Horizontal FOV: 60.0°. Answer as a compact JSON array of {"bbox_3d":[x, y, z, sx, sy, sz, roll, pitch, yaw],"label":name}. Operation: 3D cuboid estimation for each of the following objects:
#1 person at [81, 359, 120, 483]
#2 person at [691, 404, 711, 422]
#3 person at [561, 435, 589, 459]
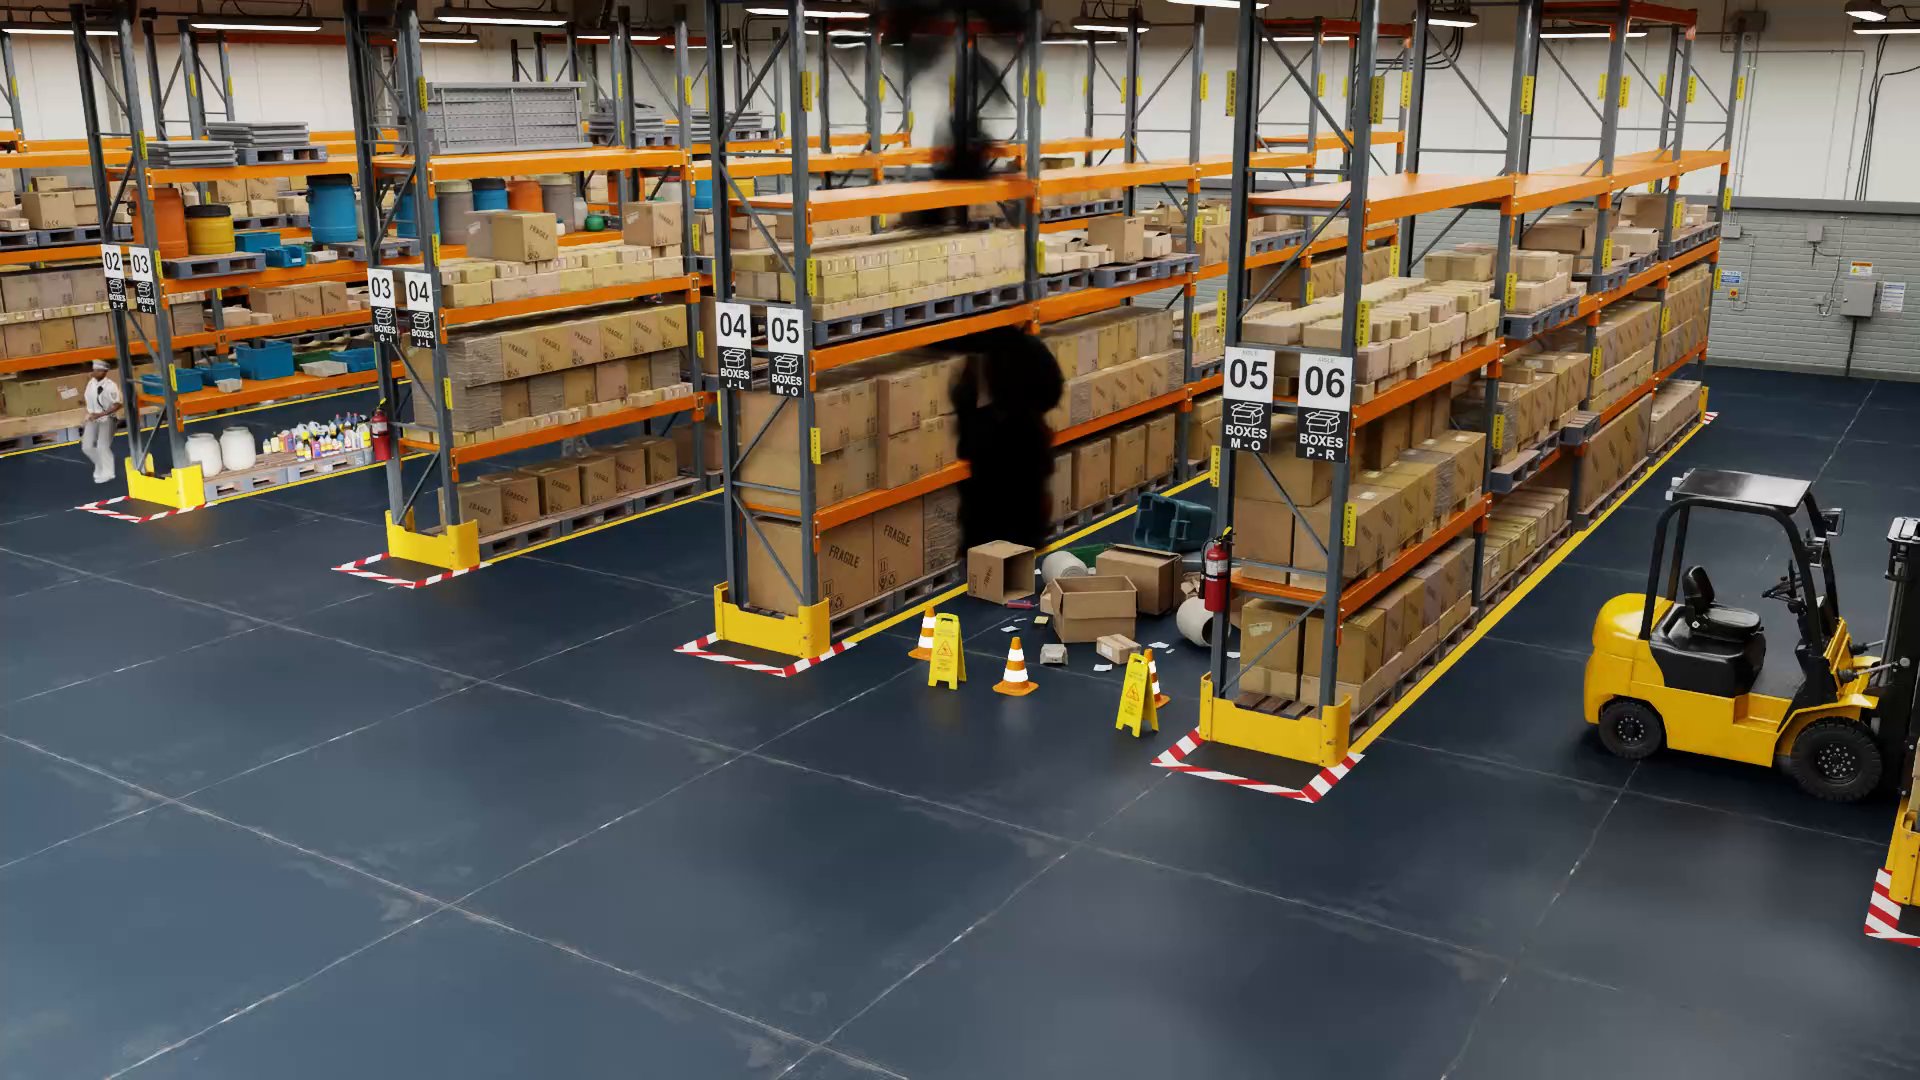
[{"bbox_3d":[-11.227,-1.547,21.731,0.578,1.660,0.521,3,16,11],"label":"person"},{"bbox_3d":[-4.012,-2.625,25.461,0.647,1.719,0.899,6,17,20],"label":"person"},{"bbox_3d":[-5.296,-1.852,22.474,0.672,1.814,0.903,8,17,26],"label":"person"}]
